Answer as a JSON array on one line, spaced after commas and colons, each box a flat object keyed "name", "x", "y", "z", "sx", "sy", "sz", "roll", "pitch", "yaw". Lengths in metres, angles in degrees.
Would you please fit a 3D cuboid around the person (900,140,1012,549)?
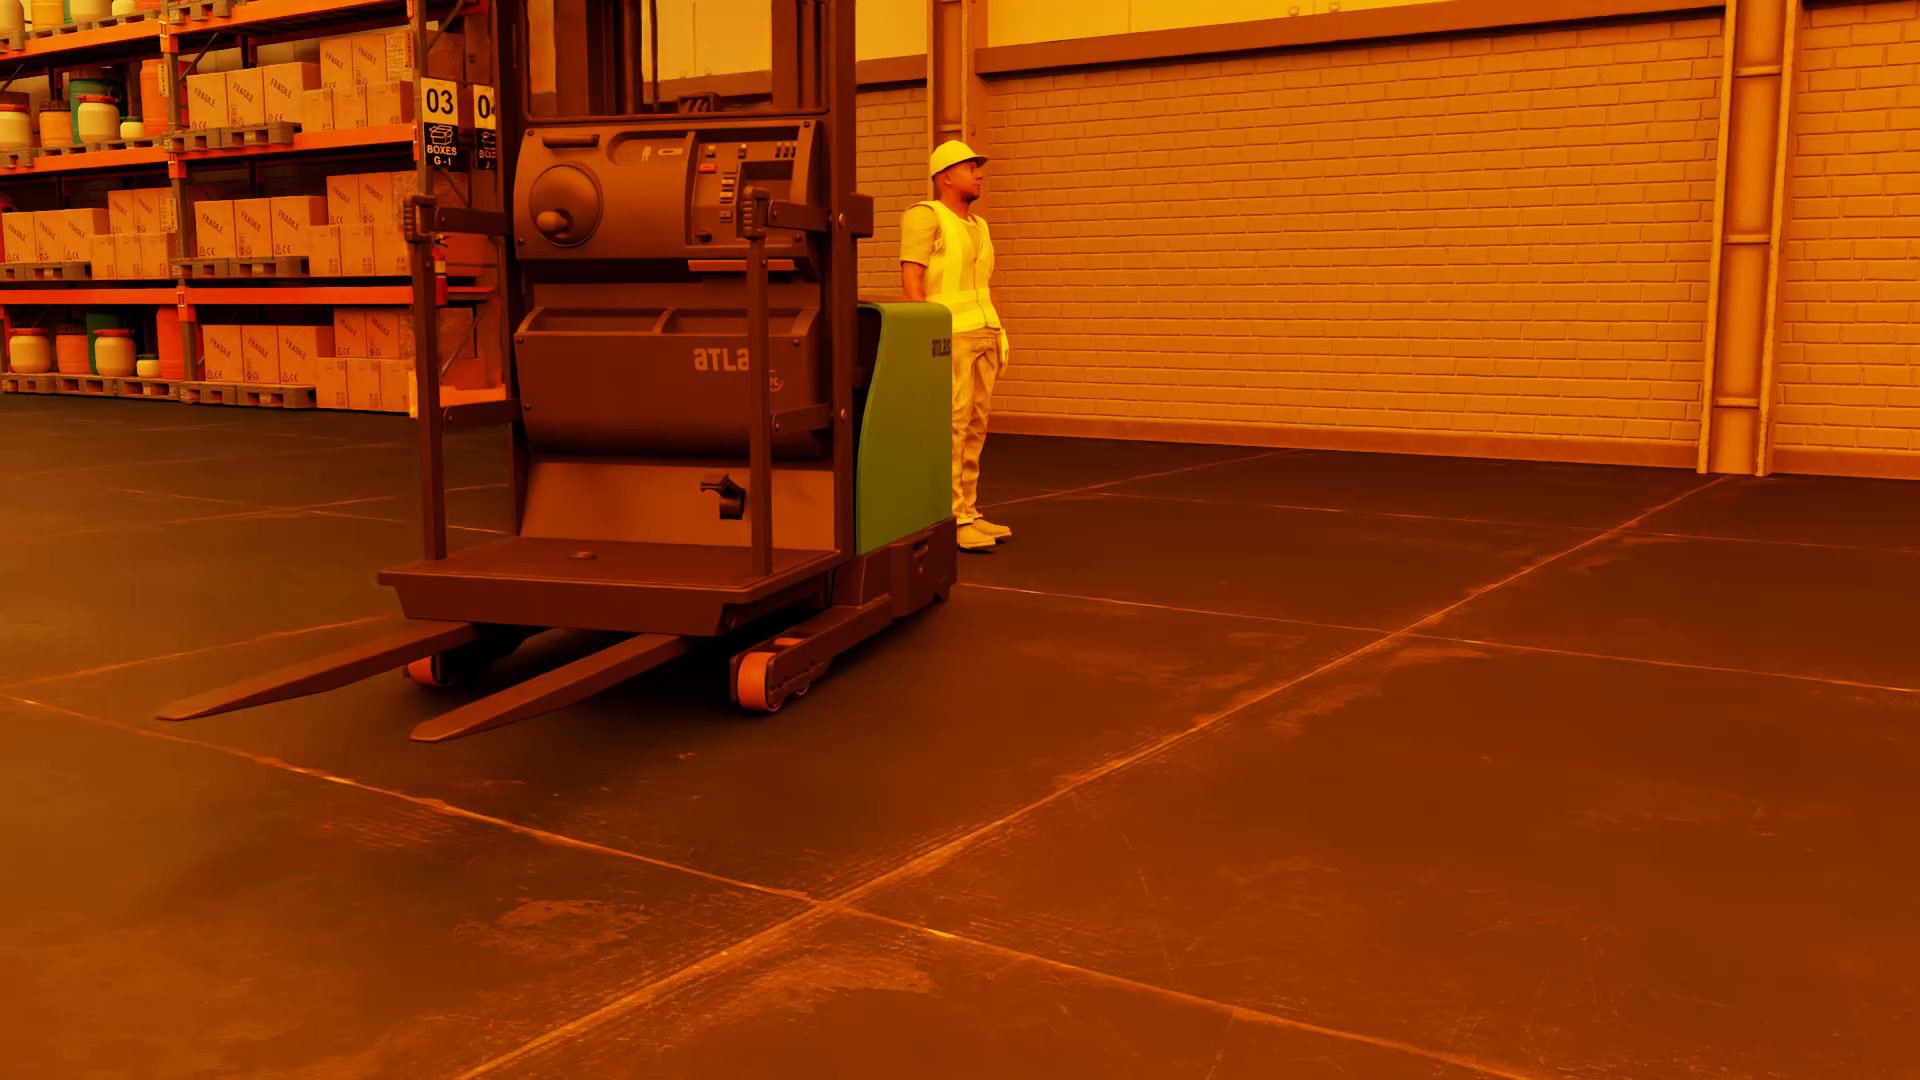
[{"name": "person", "x": 0.056, "y": -0.883, "z": 7.431, "sx": 0.575, "sy": 1.784, "sz": 0.656, "roll": 5, "pitch": 10, "yaw": 34}]

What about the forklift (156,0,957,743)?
[{"name": "forklift", "x": -0.920, "y": -1.055, "z": 4.615, "sx": 1.130, "sy": 2.935, "sz": 3.031, "roll": 2, "pitch": 8, "yaw": 16}]
